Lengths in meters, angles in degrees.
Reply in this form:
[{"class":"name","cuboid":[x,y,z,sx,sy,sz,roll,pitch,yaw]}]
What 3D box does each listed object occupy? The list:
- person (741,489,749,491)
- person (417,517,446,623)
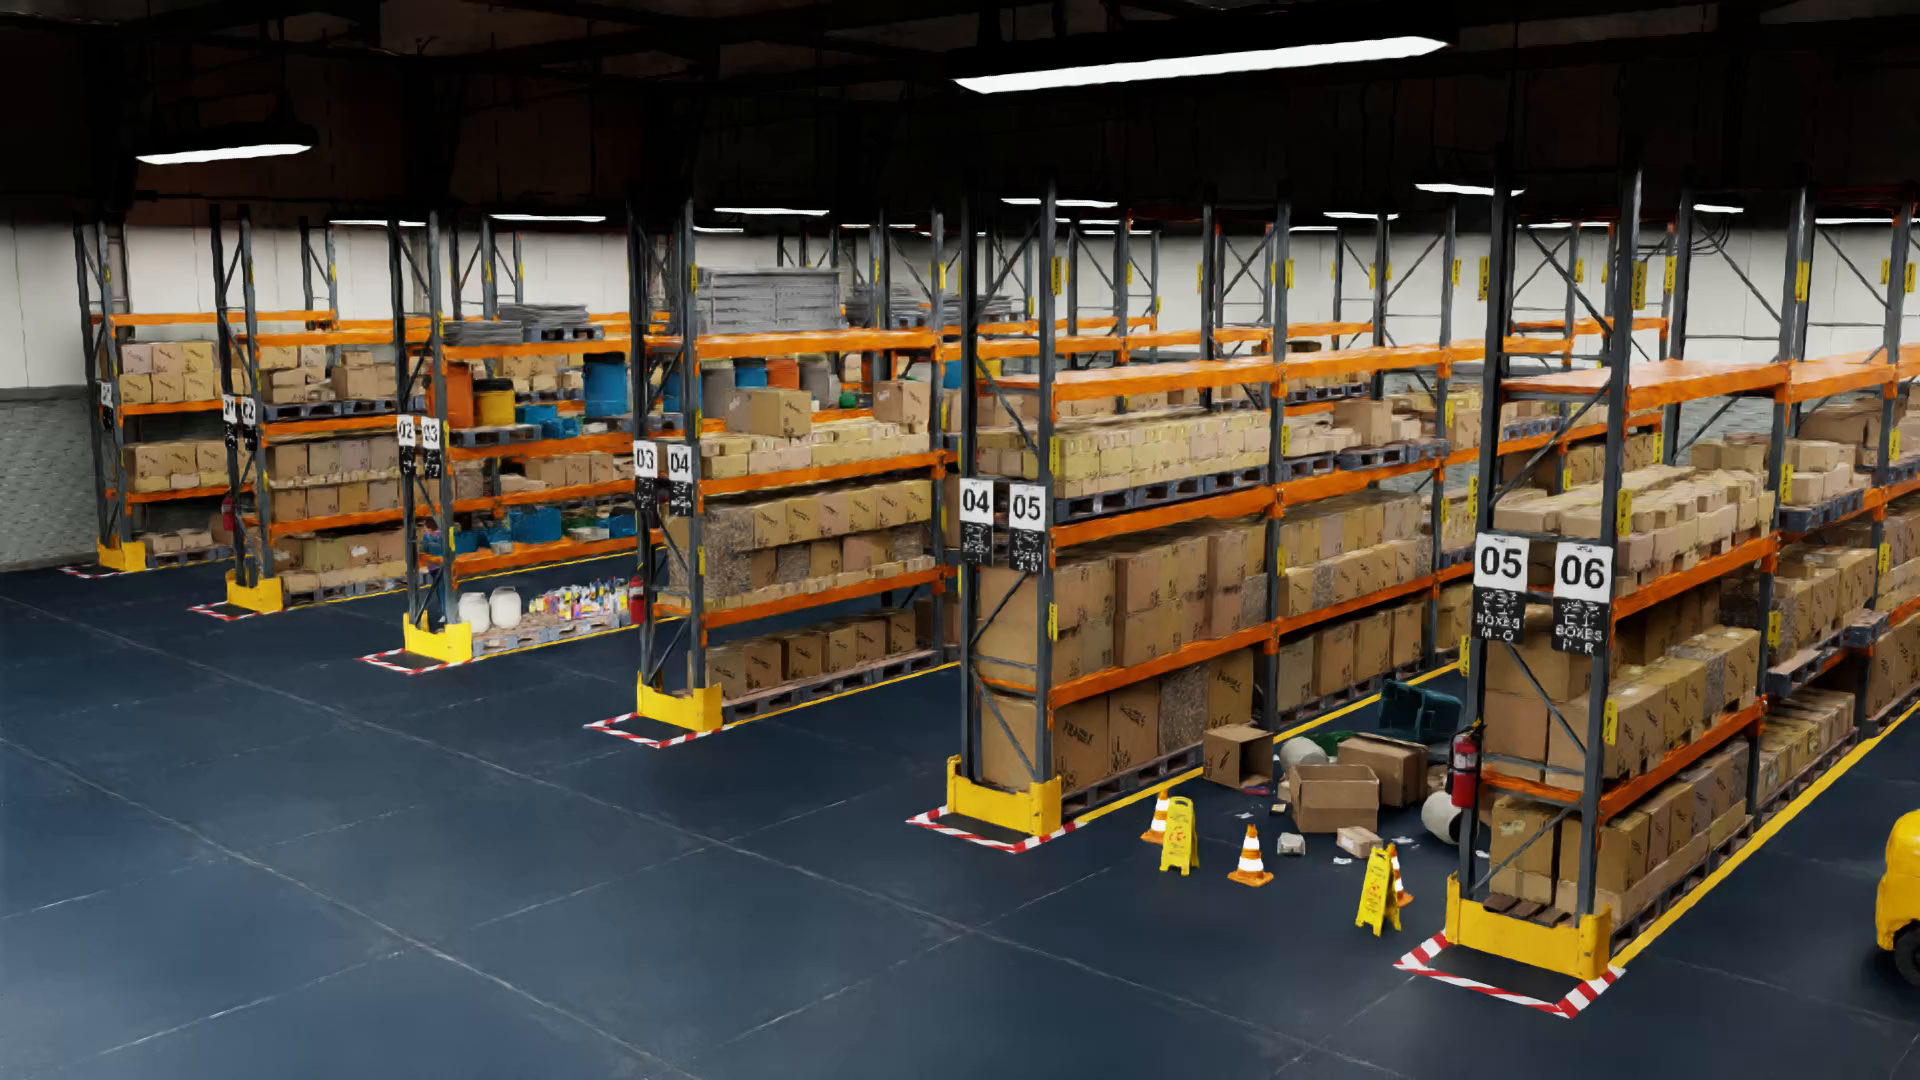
[{"class":"person","cuboid":[-3.780,-0.624,29.969,0.441,1.648,0.543,4,10,22]},{"class":"person","cuboid":[-7.568,0.413,24.217,0.561,1.488,0.787,4,10,23]}]
